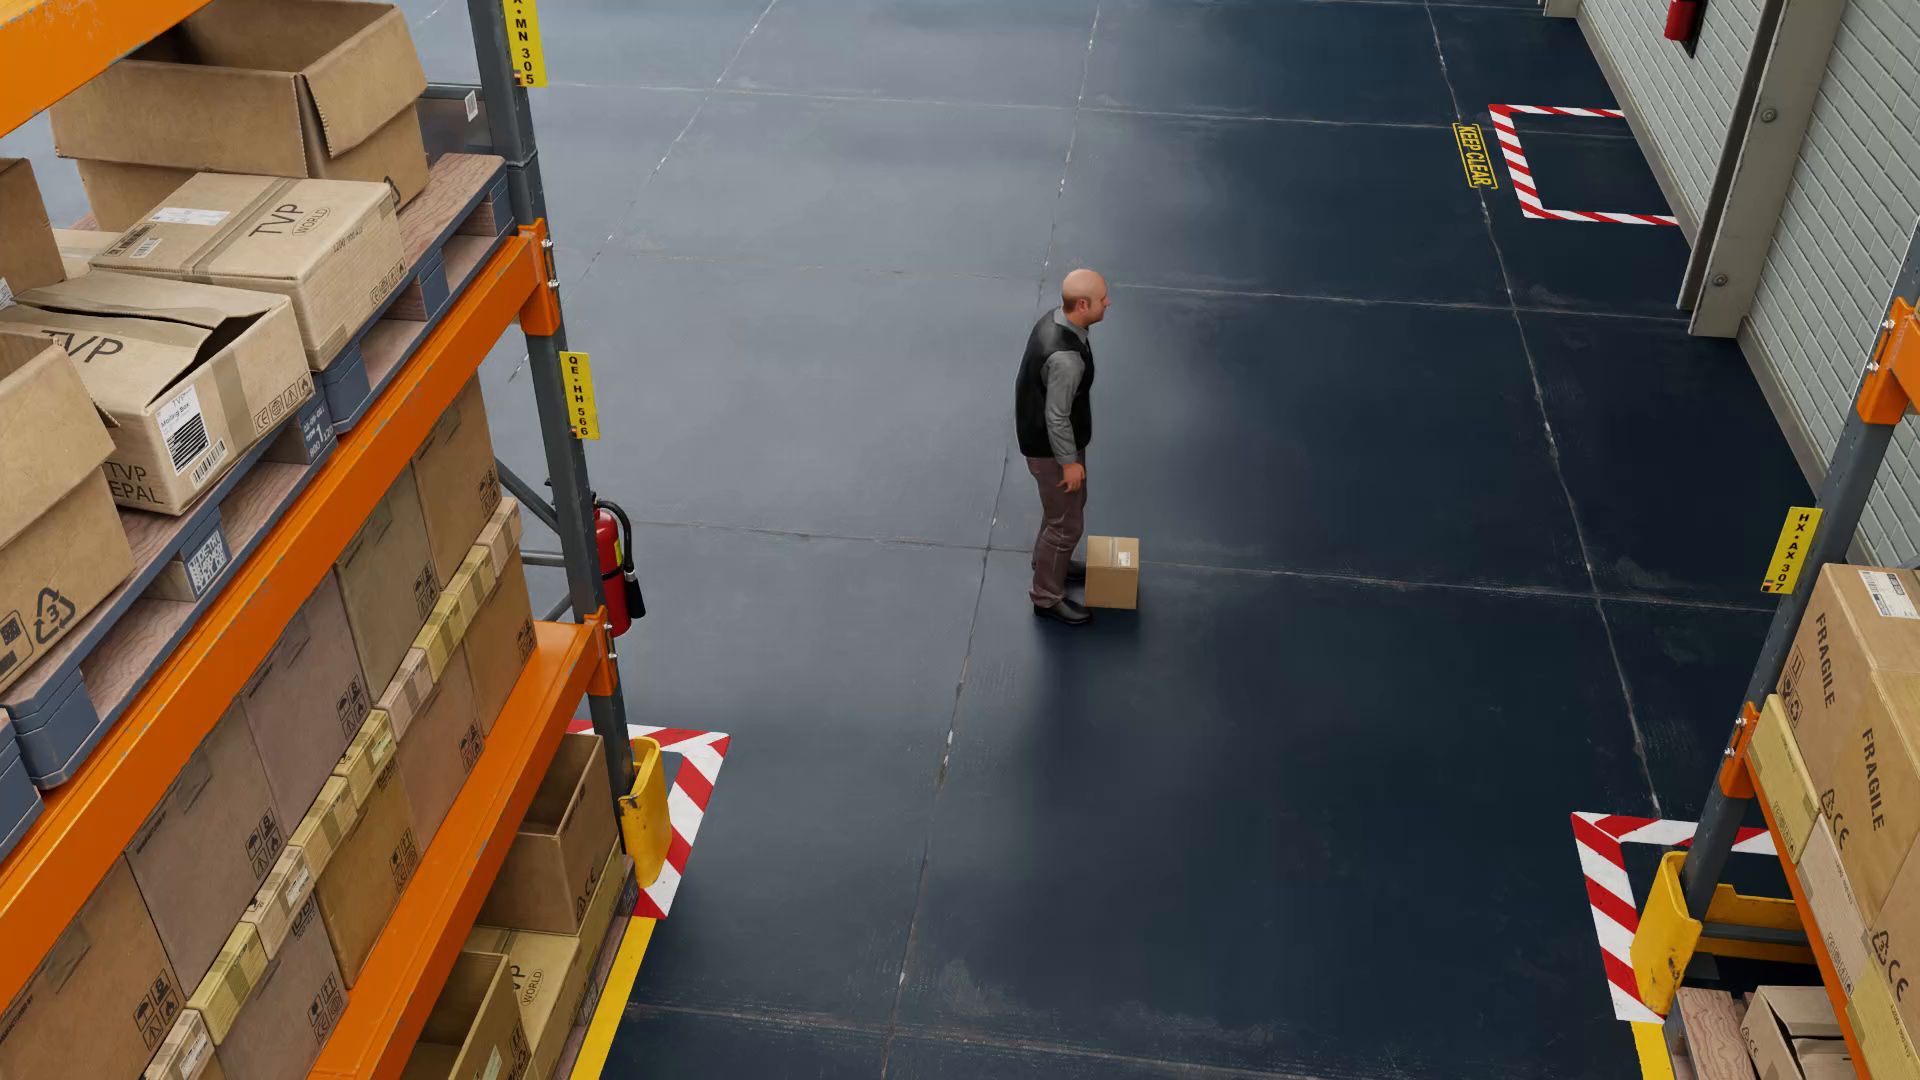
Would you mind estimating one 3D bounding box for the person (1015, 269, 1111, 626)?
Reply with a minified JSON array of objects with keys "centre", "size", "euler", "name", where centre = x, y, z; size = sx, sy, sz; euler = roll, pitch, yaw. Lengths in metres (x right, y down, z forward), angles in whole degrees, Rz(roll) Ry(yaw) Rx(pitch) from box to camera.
[{"centre":[0.460,-0.418,7.723],"size":[0.418,1.621,0.594],"euler":[2,36,3],"name":"person"}]
